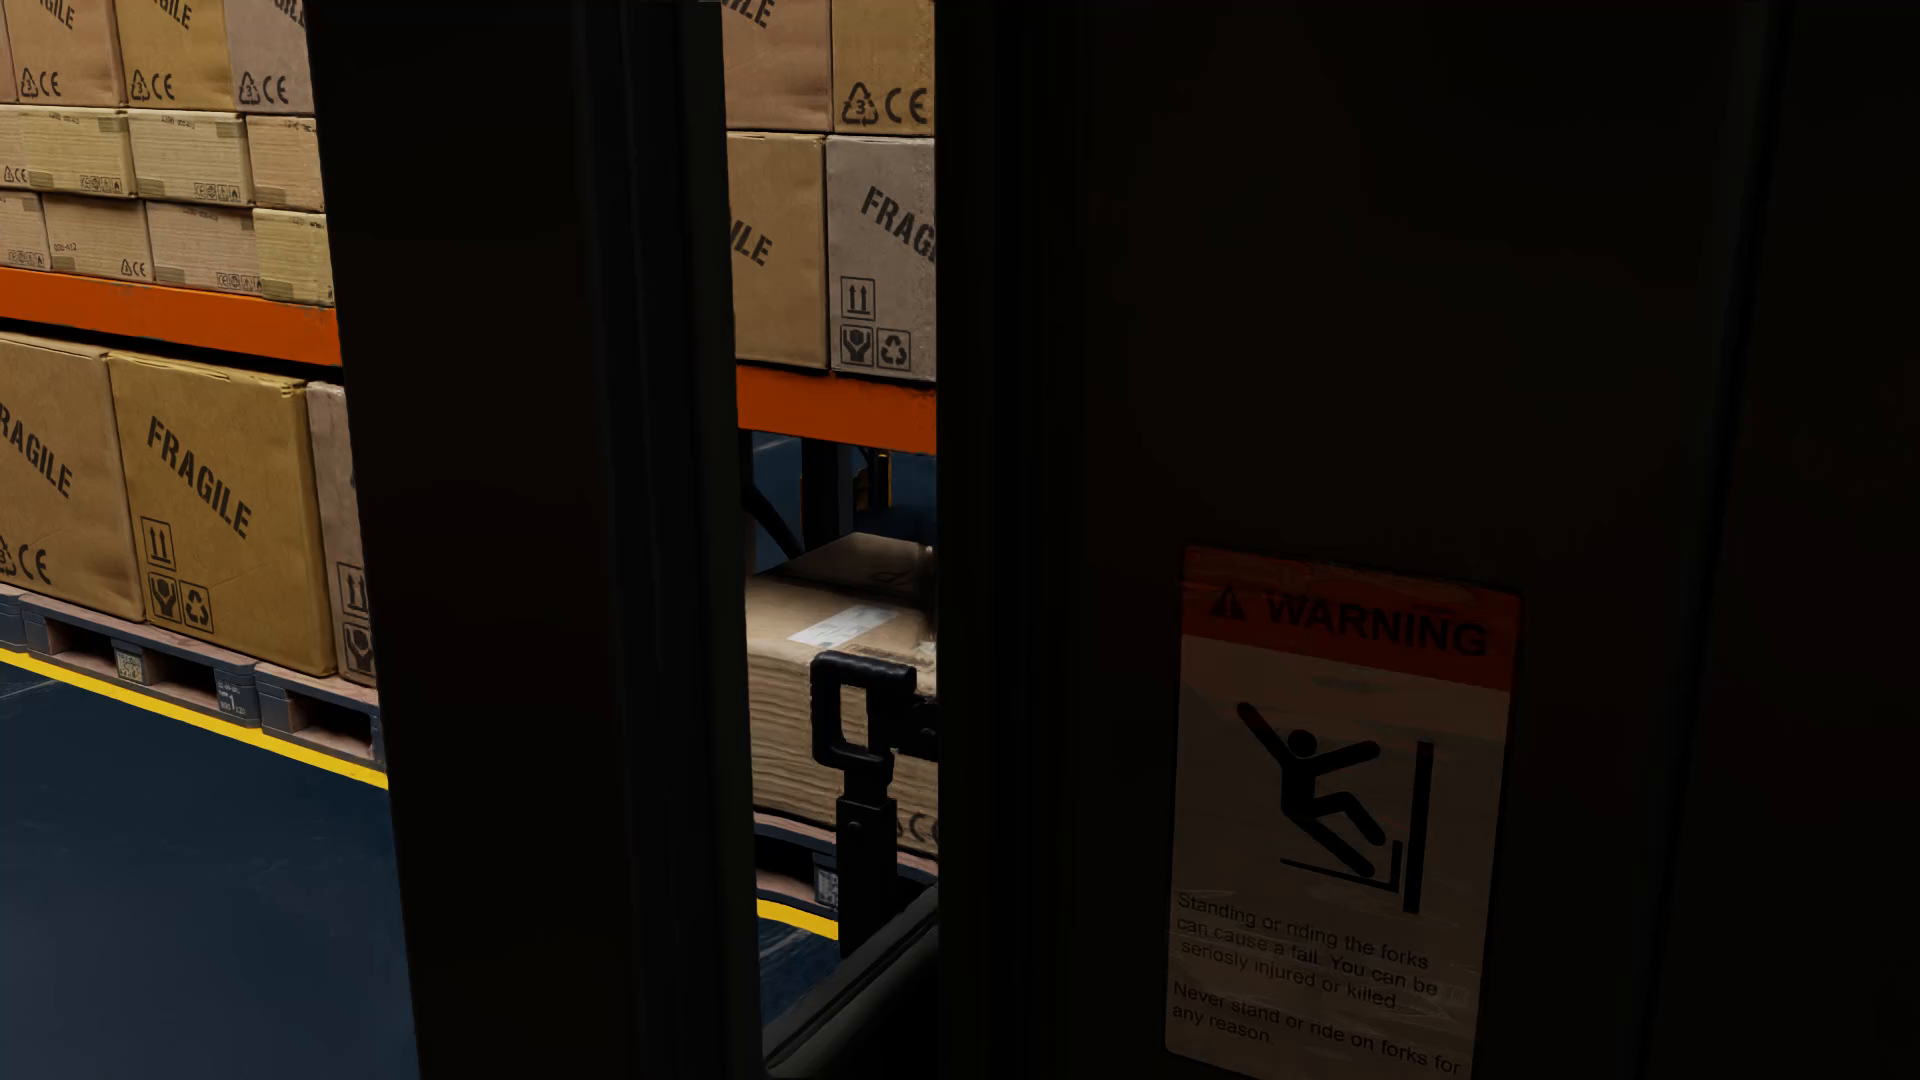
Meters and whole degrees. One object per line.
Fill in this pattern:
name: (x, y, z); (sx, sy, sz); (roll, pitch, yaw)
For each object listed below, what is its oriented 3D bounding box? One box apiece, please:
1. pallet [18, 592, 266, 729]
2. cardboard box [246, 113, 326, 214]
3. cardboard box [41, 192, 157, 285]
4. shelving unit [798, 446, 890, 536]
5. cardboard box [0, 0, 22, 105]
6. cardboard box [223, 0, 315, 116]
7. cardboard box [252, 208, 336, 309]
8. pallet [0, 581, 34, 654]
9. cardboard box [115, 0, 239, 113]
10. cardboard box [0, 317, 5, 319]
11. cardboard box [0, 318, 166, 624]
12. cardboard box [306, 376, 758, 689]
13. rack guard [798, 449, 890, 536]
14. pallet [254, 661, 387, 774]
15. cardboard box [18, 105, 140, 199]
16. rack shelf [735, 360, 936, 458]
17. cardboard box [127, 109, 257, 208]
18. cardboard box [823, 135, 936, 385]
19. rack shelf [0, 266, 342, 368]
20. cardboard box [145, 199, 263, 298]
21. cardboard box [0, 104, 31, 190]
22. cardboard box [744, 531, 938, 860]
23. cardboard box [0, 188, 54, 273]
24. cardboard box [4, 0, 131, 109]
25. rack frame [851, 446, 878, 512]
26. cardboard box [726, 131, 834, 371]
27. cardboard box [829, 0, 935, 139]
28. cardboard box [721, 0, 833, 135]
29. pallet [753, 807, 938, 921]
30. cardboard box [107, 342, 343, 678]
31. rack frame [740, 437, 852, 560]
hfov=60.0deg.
pallet: (-2.375, 0.257, 5.672); (1.213, 0.211, 1.003); (10, 20, 30)
cardboard box: (-1.567, -1.042, 4.547); (0.500, 0.250, 0.500); (11, 20, 31)
cardboard box: (-2.444, -0.964, 5.151); (0.500, 0.250, 0.500); (10, 20, 30)
shelving unit: (-0.065, -0.729, 6.701); (1.083, 1.500, 0.587); (10, 20, 30)
cardboard box: (-2.890, -1.637, 5.216); (0.500, 0.500, 0.500); (11, 20, 32)
cardboard box: (-1.591, -1.402, 4.443); (0.500, 0.500, 0.500); (11, 20, 31)
cardboard box: (-1.582, -0.805, 4.628); (0.500, 0.250, 0.500); (10, 19, 29)
pallet: (-3.410, 0.071, 6.283); (1.213, 0.211, 1.003); (10, 20, 30)
cardboard box: (-2.013, -1.484, 4.713); (0.500, 0.500, 0.500); (11, 20, 32)
cardboard box: (-3.498, -0.460, 6.168); (0.875, 0.875, 0.875); (10, 20, 30)
cardboard box: (-2.740, -0.323, 5.718); (0.875, 0.875, 0.875); (10, 20, 31)
cardboard box: (-1.205, -0.052, 4.824); (0.875, 0.875, 0.875); (11, 20, 32)
rack guard: (-0.489, -0.207, 7.132); (0.087, 0.250, 0.587); (10, 20, 30)
pallet: (-1.331, 0.442, 5.061); (1.213, 0.211, 1.003); (10, 20, 30)
cardboard box: (-2.457, -1.193, 5.044); (0.500, 0.250, 0.500); (11, 20, 31)
rack shelf: (1.070, -0.145, 3.434); (4.000, 0.370, 1.077); (10, 20, 30)
cardboard box: (-2.012, -1.119, 4.802); (0.500, 0.250, 0.500); (11, 20, 31)
cardboard box: (0.055, -0.627, 3.613); (0.500, 0.500, 0.500); (10, 20, 30)
rack shelf: (-2.339, -0.753, 5.437); (4.000, 0.370, 1.077); (10, 20, 30)
cardboard box: (-2.002, -0.886, 4.896); (0.500, 0.250, 0.500); (10, 19, 29)
cardboard box: (-2.882, -1.273, 5.309); (0.500, 0.250, 0.500); (10, 20, 30)
cardboard box: (-0.156, 0.354, 4.241); (0.875, 0.438, 0.875); (10, 19, 29)
cardboard box: (-2.867, -1.038, 5.396); (0.500, 0.250, 0.500); (11, 20, 32)
cardboard box: (-2.462, -1.559, 4.960); (0.500, 0.500, 0.500); (10, 20, 31)
rack frame: (-0.506, -0.808, 6.961); (0.032, 1.500, 0.500); (10, 20, 30)
cardboard box: (-0.372, -0.705, 3.868); (0.500, 0.500, 0.500); (11, 20, 32)
cardboard box: (0.072, -1.109, 3.477); (0.500, 0.500, 0.500); (10, 19, 29)
cardboard box: (-0.355, -1.187, 3.735); (0.500, 0.500, 0.500); (10, 20, 30)
pallet: (-0.027, 0.676, 4.292); (1.213, 0.211, 1.003); (10, 20, 30)
cardboard box: (-1.978, -0.187, 5.270); (0.875, 0.875, 0.875); (11, 20, 32)
rack frame: (-0.634, -0.793, 4.331); (0.127, 3.000, 1.000); (10, 20, 30)
